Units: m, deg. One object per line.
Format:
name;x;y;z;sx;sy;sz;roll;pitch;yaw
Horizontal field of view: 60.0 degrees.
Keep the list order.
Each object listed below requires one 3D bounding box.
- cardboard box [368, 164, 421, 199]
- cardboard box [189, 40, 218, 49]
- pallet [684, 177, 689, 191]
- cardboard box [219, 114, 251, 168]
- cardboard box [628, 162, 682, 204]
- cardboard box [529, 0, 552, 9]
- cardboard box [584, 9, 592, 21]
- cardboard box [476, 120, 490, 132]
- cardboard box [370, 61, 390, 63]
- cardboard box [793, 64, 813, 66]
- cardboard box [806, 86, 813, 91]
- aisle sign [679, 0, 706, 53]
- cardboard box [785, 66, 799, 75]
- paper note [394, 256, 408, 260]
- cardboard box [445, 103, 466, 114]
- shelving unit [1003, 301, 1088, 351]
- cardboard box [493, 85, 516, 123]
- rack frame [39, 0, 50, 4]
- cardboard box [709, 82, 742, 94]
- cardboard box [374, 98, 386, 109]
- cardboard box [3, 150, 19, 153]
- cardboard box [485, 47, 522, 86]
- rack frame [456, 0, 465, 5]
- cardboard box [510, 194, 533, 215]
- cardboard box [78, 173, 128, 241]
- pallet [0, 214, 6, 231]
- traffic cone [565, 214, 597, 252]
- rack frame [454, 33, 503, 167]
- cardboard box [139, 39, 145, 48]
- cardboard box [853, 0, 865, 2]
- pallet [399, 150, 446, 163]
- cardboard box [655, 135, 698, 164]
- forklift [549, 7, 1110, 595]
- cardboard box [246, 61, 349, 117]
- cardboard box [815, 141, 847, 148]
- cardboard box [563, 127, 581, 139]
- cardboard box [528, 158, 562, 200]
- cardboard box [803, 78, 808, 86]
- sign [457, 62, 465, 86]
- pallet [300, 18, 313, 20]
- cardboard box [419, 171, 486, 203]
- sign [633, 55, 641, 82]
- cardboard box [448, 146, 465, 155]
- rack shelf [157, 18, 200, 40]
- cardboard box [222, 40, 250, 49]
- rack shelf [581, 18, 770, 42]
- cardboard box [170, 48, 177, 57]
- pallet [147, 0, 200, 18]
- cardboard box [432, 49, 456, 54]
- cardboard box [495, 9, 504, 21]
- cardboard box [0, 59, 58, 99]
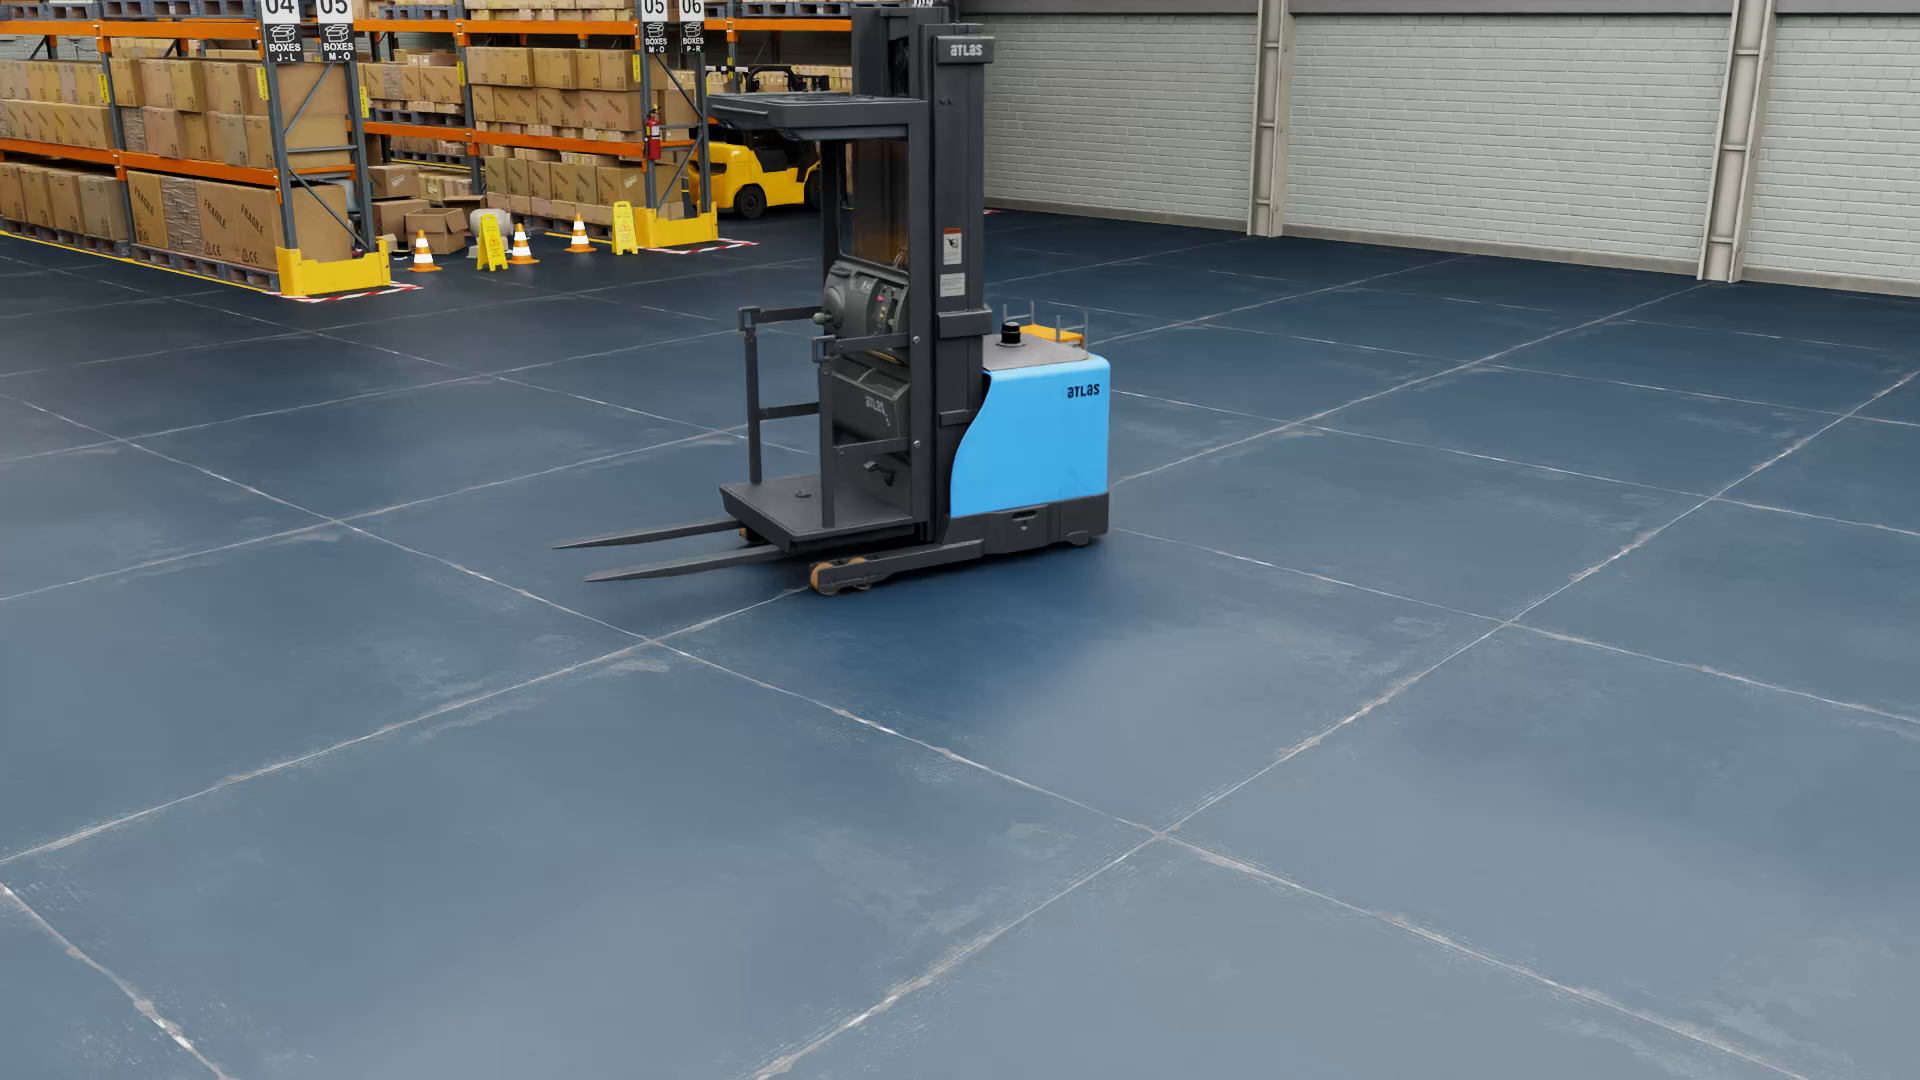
cardboard box;-7.830;-4.911;23.007;0.500;0.500;0.500;15;23;39
cardboard box;-13.096;-8.579;28.796;0.250;0.149;0.380;14;23;38
pallet;-3.956;-6.084;28.432;1.213;0.211;1.003;15;23;39
cardboard box;-7.623;-4.448;18.420;0.550;0.550;0.875;15;23;39
cardboard box;-4.118;-4.823;22.462;0.500;0.500;0.500;14;22;37
cardboard box;-5.387;-7.194;22.118;0.500;0.250;0.500;15;23;40
cardboard box;-4.661;-6.835;21.645;0.250;0.149;0.380;15;23;40
cardboard box;-6.649;-5.894;23.641;0.250;0.149;0.380;15;23;39
cardboard box;-9.139;-7.314;26.349;0.500;0.500;0.500;14;22;38
cardboard box;-2.573;-7.667;27.081;0.250;0.149;0.380;15;23;39
cardboard box;-2.079;-6.865;26.120;0.500;0.500;0.500;15;23;40
aisle sign;-3.427;-6.644;21.289;0.004;0.787;0.394;15;23;39
cardboard box;-2.549;-7.439;26.364;0.250;0.149;0.380;15;23;38
paper note;-6.904;-3.481;20.533;0.144;0.017;0.142;-9;20;-27
cardboard box;-7.239;-6.271;24.135;0.250;0.149;0.380;15;23;40
shelving unit;0.512;-0.827;10.233;0.258;1.200;0.503;-14;22;-37
cardboard box;-6.136;-6.092;23.193;0.500;0.500;0.500;15;23;39
rack frame;-12.873;-8.672;22.062;0.127;3.000;1.000;15;23;39
cardboard box;-3.916;-7.481;27.648;0.500;0.250;0.500;14;23;38
cardboard box;-8.756;-6.706;25.504;0.380;0.149;0.250;-17;24;-42
cardboard box;-13.969;-5.576;24.422;0.500;0.250;0.500;15;23;40
cardboard box;-6.119;-6.571;23.048;0.500;0.500;0.700;15;23;40
rack frame;-6.671;-9.009;23.124;0.127;3.000;1.000;15;23;39
cardboard box;-6.003;-4.755;23.488;0.500;0.250;0.500;17;24;42
cardboard box;-10.405;-4.242;21.044;0.750;0.750;1.050;15;23;39
pallet;-13.457;-4.641;23.886;1.213;0.211;1.003;15;23;39
traffic cone;-4.857;-3.932;21.237;0.334;0.463;0.336;15;23;39
rack frame;-9.363;-8.880;32.634;0.127;3.000;1.000;15;23;39
cardboard box;-14.604;-8.995;30.106;0.250;0.149;0.380;15;23;40
cardboard box;-1.399;-8.233;24.998;0.258;0.266;0.396;15;23;39
pallet;-10.793;-7.934;34.262;1.213;0.211;1.003;15;23;39
cardboard box;-4.916;-6.752;29.161;0.625;0.625;0.875;14;22;37
forklift;-0.689;-1.290;8.832;3.031;2.935;1.130;-9;20;-27
cardboard box;-7.141;-4.876;17.984;0.550;0.550;0.875;15;23;39
cardboard box;-2.083;-6.162;26.269;0.500;0.250;0.500;14;23;38
cardboard box;-5.104;-5.495;22.382;0.250;0.149;0.380;15;23;39
cardboard box;-5.614;-5.008;23.045;0.500;0.500;0.500;17;24;42
cardboard box;-2.377;-7.244;26.240;0.250;0.149;0.380;14;22;38
sign;-7.037;-6.576;23.458;0.005;0.325;0.100;15;23;39
pallet;-10.180;-8.410;26.506;1.003;0.211;1.213;16;24;42
cardboard box;-7.605;-5.346;25.148;0.950;0.372;0.625;-17;24;-42
sign;-4.063;-5.928;20.895;0.005;0.325;0.100;15;23;39
cardboard box;-9.975;-7.767;33.145;0.250;0.149;0.380;14;22;38
rack shelf;-14.151;-9.245;30.013;4.000;0.370;1.077;15;23;39
cardboard box;-12.719;-8.712;29.213;0.250;0.149;0.380;15;23;38
rack shelf;-4.875;-8.762;28.493;4.000;0.370;1.077;15;23;39
cardboard box;-13.565;-8.416;29.355;0.500;0.500;0.500;15;23;38
pallet;-8.368;-5.986;18.701;1.213;0.211;1.003;15;23;39
cardboard box;-10.300;-9.667;33.630;0.500;0.500;0.500;14;23;38
cardboard box;-6.184;-7.252;22.960;0.250;0.149;0.380;15;23;39
cardboard box;-12.544;-6.245;22.512;0.500;0.500;0.700;15;23;39
